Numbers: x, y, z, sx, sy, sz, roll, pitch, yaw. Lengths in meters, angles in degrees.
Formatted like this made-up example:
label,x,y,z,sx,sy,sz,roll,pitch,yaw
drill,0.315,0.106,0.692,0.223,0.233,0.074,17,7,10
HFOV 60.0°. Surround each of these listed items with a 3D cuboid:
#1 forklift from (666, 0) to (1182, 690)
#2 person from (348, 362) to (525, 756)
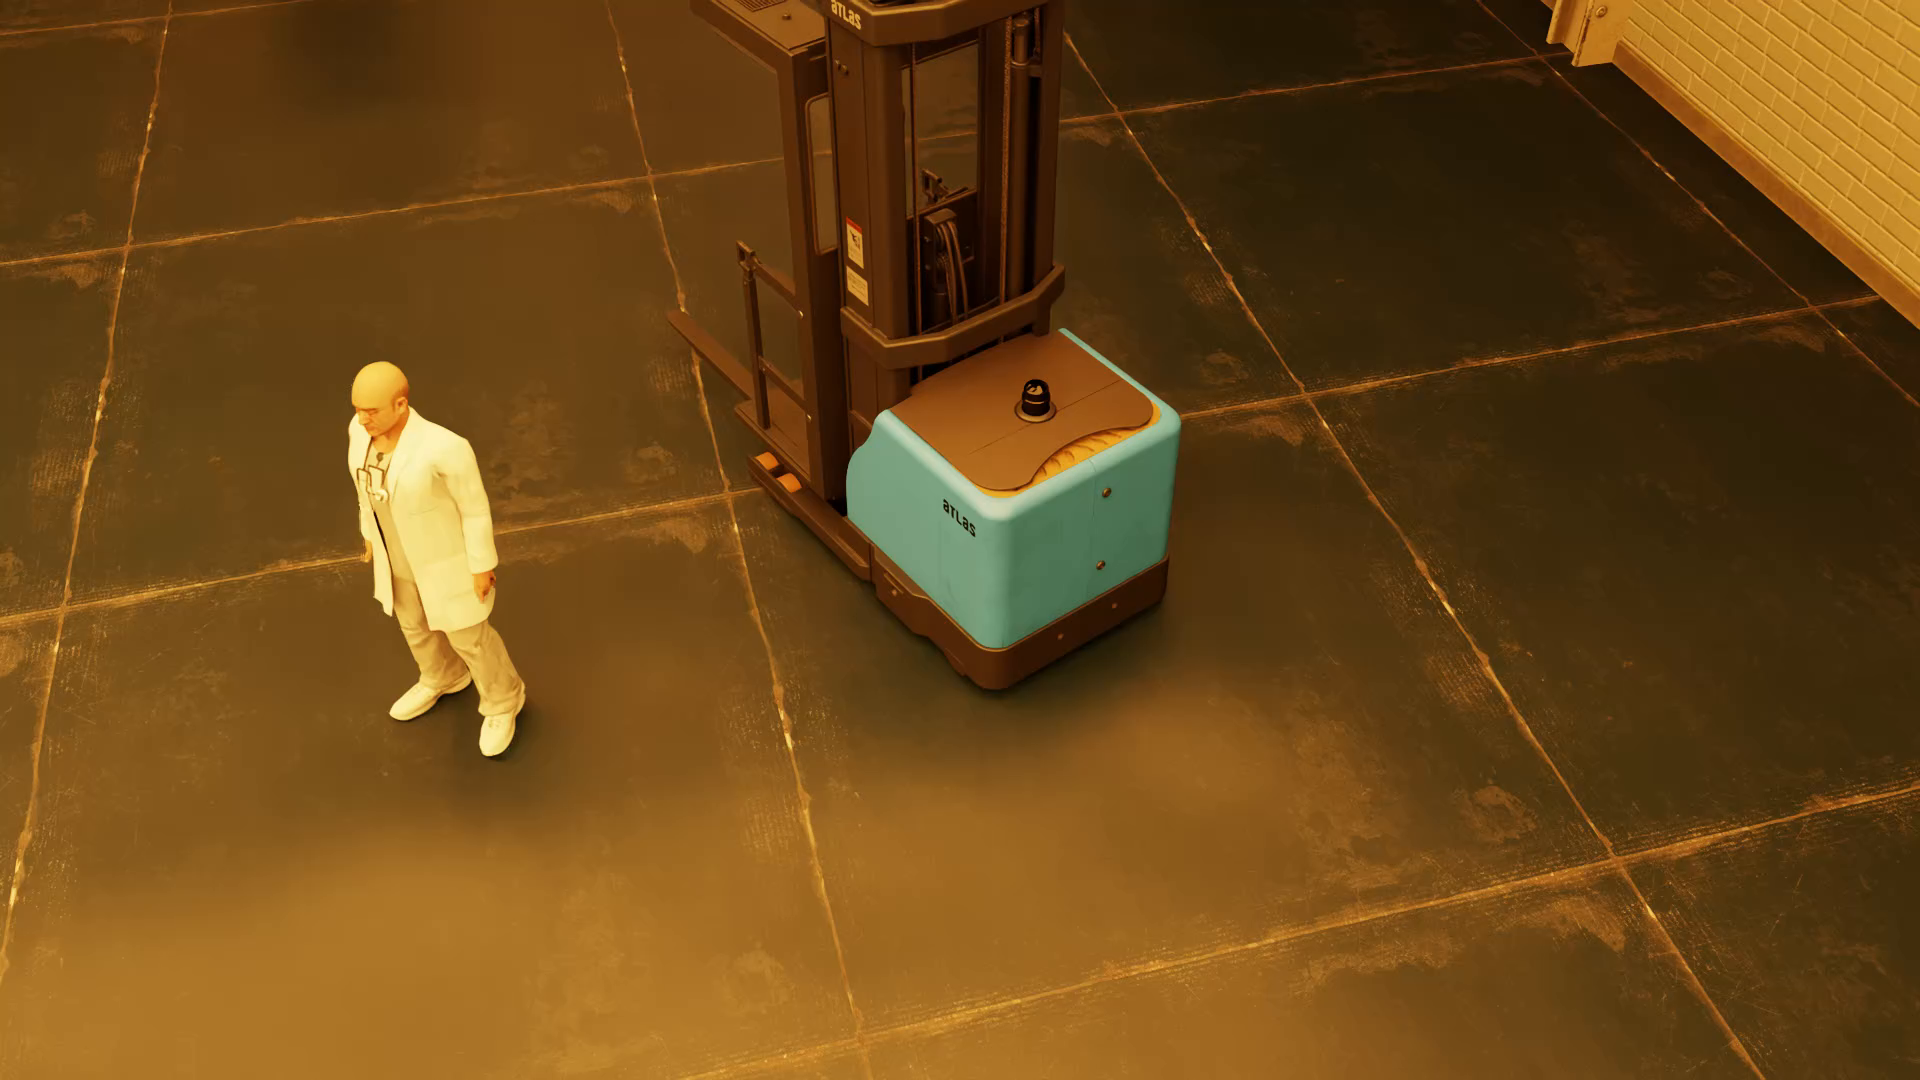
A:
label,x,y,z,sx,sy,sz,roll,pitch,yaw
forklift,-0.366,-1.399,7.126,1.130,2.935,3.031,-27,50,-26
person,-2.077,0.074,6.410,0.618,1.784,0.372,18,46,18
